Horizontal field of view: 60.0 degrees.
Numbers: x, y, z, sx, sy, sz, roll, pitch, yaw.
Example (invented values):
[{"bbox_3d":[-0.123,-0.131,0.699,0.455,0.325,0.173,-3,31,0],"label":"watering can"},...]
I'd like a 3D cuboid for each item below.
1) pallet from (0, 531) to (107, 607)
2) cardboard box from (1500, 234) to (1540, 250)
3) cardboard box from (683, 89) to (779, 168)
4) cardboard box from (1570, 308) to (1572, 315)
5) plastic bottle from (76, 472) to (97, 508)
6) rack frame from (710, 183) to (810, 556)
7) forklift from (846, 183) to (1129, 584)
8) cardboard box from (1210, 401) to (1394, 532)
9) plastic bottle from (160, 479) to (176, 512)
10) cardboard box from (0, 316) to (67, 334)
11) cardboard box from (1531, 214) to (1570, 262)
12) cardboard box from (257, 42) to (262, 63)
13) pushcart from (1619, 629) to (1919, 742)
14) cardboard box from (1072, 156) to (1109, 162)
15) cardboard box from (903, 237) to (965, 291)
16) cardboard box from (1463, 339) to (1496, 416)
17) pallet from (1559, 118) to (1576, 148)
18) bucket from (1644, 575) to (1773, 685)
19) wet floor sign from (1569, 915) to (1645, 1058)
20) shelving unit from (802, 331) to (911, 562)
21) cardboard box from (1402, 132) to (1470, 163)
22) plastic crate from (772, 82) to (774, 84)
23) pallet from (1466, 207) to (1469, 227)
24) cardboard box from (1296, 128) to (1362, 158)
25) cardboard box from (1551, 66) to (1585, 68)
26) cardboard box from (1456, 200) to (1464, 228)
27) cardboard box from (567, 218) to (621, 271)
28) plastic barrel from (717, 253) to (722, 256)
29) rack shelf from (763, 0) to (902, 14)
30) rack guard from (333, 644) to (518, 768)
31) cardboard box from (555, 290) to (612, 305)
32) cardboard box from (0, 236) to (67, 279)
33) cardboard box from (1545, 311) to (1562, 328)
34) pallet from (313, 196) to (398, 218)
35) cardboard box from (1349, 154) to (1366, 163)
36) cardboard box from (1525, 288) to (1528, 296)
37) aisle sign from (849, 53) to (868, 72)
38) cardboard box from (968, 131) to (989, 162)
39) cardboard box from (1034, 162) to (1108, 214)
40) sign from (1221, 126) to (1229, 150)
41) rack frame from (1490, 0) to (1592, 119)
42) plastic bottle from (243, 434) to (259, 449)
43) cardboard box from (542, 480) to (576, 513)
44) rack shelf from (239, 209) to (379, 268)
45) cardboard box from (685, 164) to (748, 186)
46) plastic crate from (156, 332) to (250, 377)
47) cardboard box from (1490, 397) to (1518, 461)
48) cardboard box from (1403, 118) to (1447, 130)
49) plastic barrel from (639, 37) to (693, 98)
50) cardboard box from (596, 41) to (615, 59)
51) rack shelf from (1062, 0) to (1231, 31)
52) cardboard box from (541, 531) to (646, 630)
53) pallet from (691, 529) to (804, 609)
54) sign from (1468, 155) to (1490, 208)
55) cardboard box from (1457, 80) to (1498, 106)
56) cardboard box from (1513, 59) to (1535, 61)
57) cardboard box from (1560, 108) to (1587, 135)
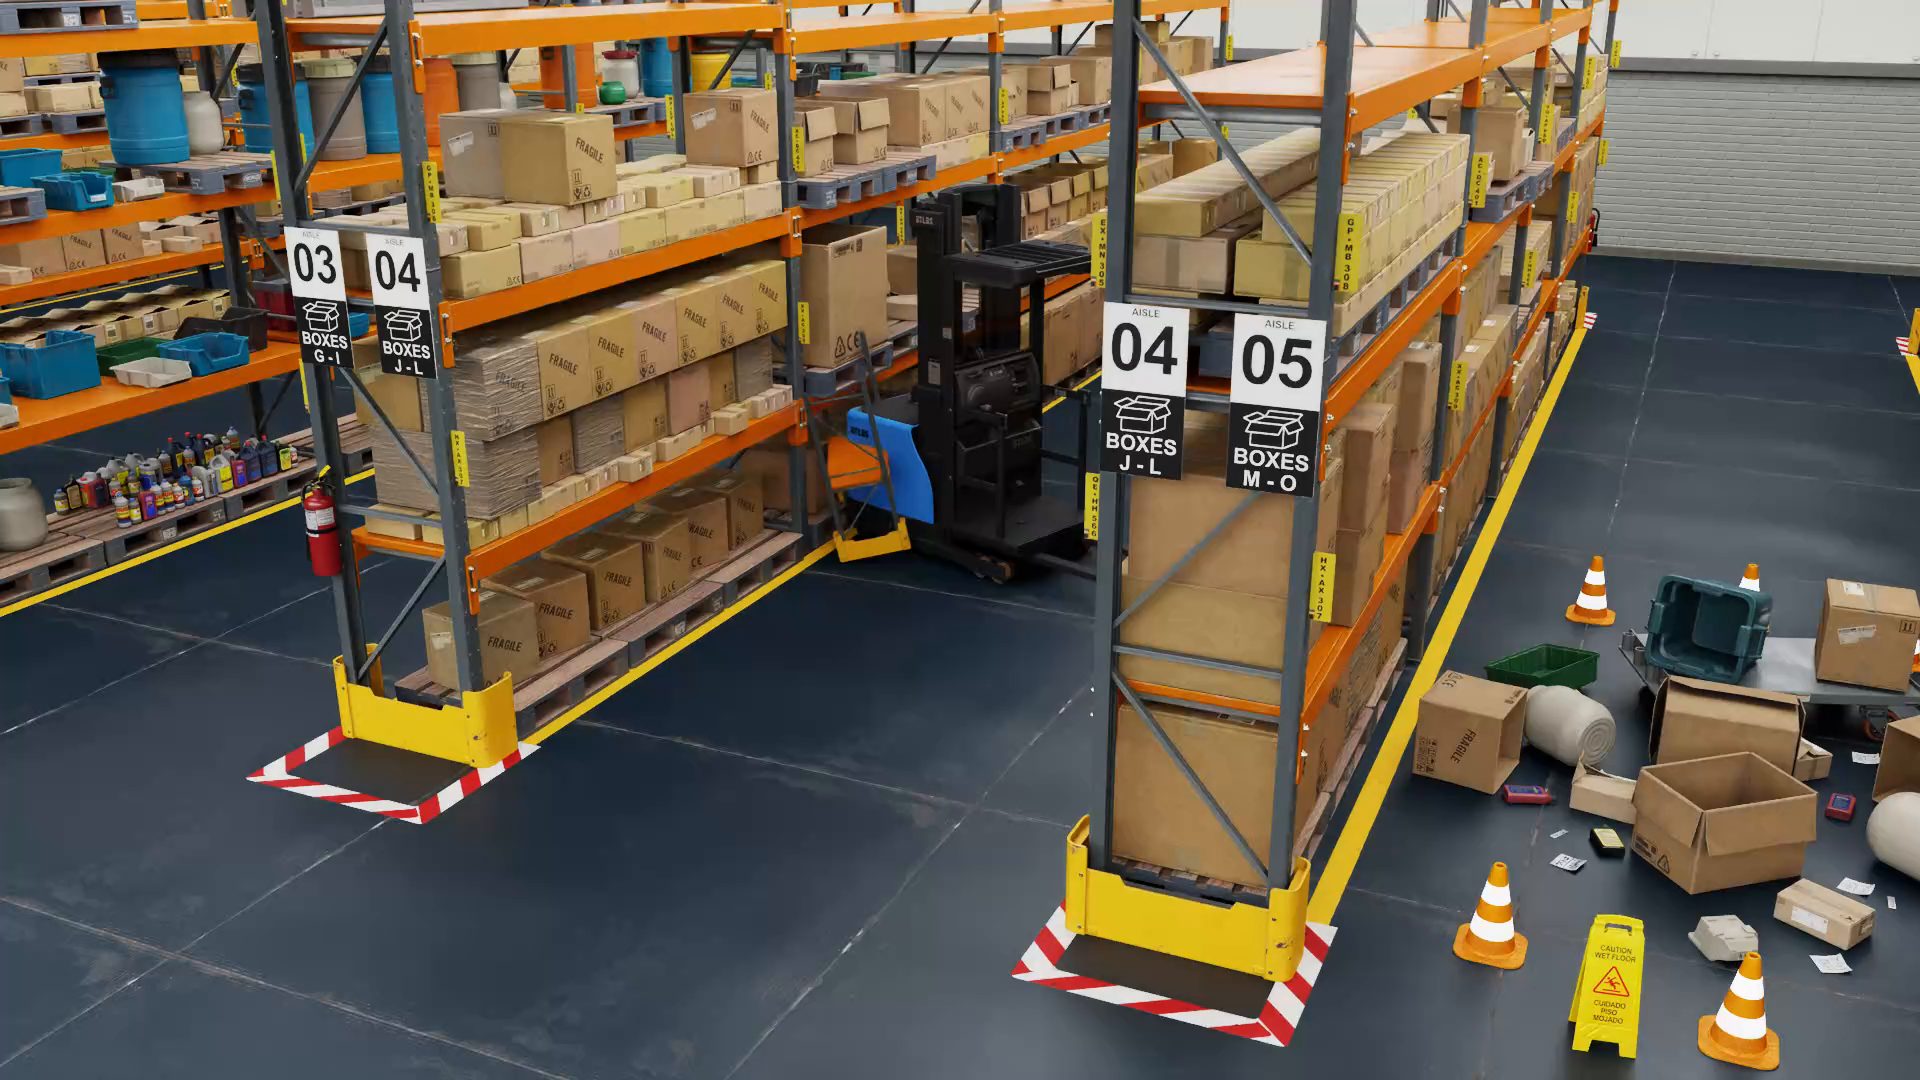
[{"bbox_3d":[-7.550,0.225,13.022,1.003,0.211,1.213,9,21,23],"label":"pallet"},{"bbox_3d":[5.626,-2.984,16.742,0.380,0.149,0.250,8,21,21],"label":"cardboard box"},{"bbox_3d":[-1.671,-3.019,12.164,0.500,0.500,0.500,8,21,21],"label":"cardboard box"},{"bbox_3d":[7.512,-2.947,20.963,0.380,0.149,0.250,8,21,20],"label":"cardboard box"},{"bbox_3d":[-7.395,-0.431,14.112,0.152,0.276,0.135,9,21,23],"label":"plastic bottle"},{"bbox_3d":[-1.719,-1.355,13.303,1.000,3.000,0.127,9,21,23],"label":"rack frame"},{"bbox_3d":[0.458,-1.237,13.073,3.031,2.935,1.130,17,26,40],"label":"forklift"},{"bbox_3d":[1.808,-0.442,8.899,0.875,0.550,0.550,9,21,23],"label":"cardboard box"},{"bbox_3d":[-6.668,-0.381,13.977,0.097,0.271,0.097,0,20,0],"label":"plastic bottle"},{"bbox_3d":[-10.437,-2.357,18.761,0.500,0.311,0.500,8,21,23],"label":"cardboard box"},{"bbox_3d":[6.473,-3.393,18.440,0.500,0.500,0.500,8,21,22],"label":"cardboard box"},{"bbox_3d":[-8.724,-6.158,20.690,0.500,0.500,0.500,9,21,23],"label":"cardboard box"},{"bbox_3d":[5.222,0.943,10.755,1.648,0.377,0.936,1,20,4],"label":"pushcart"},{"bbox_3d":[1.710,-4.553,20.956,0.500,0.500,0.500,9,21,23],"label":"cardboard box"},{"bbox_3d":[-0.266,-2.652,16.174,0.500,0.500,0.500,6,20,16],"label":"cardboard box"},{"bbox_3d":[3.847,-1.277,12.933,0.500,0.500,0.500,9,21,24],"label":"cardboard box"},{"bbox_3d":[5.691,-4.240,17.218,1.213,0.211,1.003,9,21,23],"label":"pallet"},{"bbox_3d":[4.812,0.540,10.589,0.726,0.611,0.620,18,16,41],"label":"bucket"},{"bbox_3d":[2.921,1.969,7.469,0.267,0.644,0.232,5,20,13],"label":"wet floor sign"},{"bbox_3d":[-0.854,-0.772,13.526,0.587,1.500,1.083,-11,28,2],"label":"shelving unit"},{"bbox_3d":[2.906,-2.404,10.183,0.380,0.149,0.250,8,21,22],"label":"cardboard box"},{"bbox_3d":[-2.788,-6.210,22.872,0.293,0.136,0.466,9,21,23],"label":"plastic crate"},{"bbox_3d":[3.095,-2.254,11.639,0.805,0.209,1.217,8,21,21],"label":"pallet"},{"bbox_3d":[2.306,-2.495,10.439,0.380,0.149,0.250,9,21,23],"label":"cardboard box"},{"bbox_3d":[6.722,-5.147,18.372,0.380,0.149,0.250,8,21,21],"label":"cardboard box"},{"bbox_3d":[2.907,-2.028,10.318,0.380,0.149,0.250,8,21,22],"label":"cardboard box"},{"bbox_3d":[-2.512,-1.896,10.571,0.500,0.250,0.500,8,21,22],"label":"cardboard box"},{"bbox_3d":[-3.200,-3.525,21.910,0.600,0.901,0.708,9,21,23],"label":"plastic barrel"},{"bbox_3d":[-2.143,-7.391,22.992,1.077,0.370,4.000,9,21,23],"label":"rack shelf"},{"bbox_3d":[-3.326,1.022,10.348,1.175,0.500,0.348,9,21,23],"label":"rack guard"},{"bbox_3d":[-2.738,-1.451,11.486,0.500,0.500,0.500,9,21,23],"label":"cardboard box"},{"bbox_3d":[-10.210,-3.156,18.218,0.500,0.500,0.500,10,22,27],"label":"cardboard box"},{"bbox_3d":[6.861,-2.611,19.573,0.380,0.149,0.250,9,21,24],"label":"cardboard box"},{"bbox_3d":[-8.325,-4.443,22.272,1.003,0.211,1.213,9,21,23],"label":"pallet"},{"bbox_3d":[2.309,-2.260,10.375,0.500,0.250,0.500,9,21,23],"label":"cardboard box"},{"bbox_3d":[5.311,-2.461,16.159,0.380,0.149,0.250,9,21,23],"label":"cardboard box"},{"bbox_3d":[-1.565,-6.991,25.269,0.394,0.787,0.004,9,21,23],"label":"aisle sign"},{"bbox_3d":[-0.052,-3.741,15.760,0.500,0.250,0.500,9,21,23],"label":"cardboard box"},{"bbox_3d":[1.303,-4.124,19.442,0.797,0.503,0.637,8,21,21],"label":"cardboard box"},{"bbox_3d":[3.684,-5.602,23.162,0.100,0.325,0.005,9,21,23],"label":"sign"},{"bbox_3d":[6.041,-5.916,17.173,1.000,3.000,0.127,9,21,23],"label":"rack frame"},{"bbox_3d":[-6.370,-0.777,14.974,0.144,0.351,0.185,9,21,23],"label":"plastic bottle"},{"bbox_3d":[-2.703,-0.296,10.699,0.380,0.149,0.250,9,21,23],"label":"cardboard box"},{"bbox_3d":[-8.298,-4.211,22.406,1.077,0.370,4.000,9,21,23],"label":"rack shelf"},{"bbox_3d":[-1.781,-2.677,12.173,0.380,0.149,0.250,9,21,23],"label":"cardboard box"},{"bbox_3d":[-6.443,-1.589,14.182,0.499,0.251,0.616,9,21,23],"label":"plastic crate"},{"bbox_3d":[4.925,-1.068,15.598,0.500,0.500,0.500,8,21,20],"label":"cardboard box"},{"bbox_3d":[3.906,-3.292,13.628,0.500,0.311,0.500,9,21,23],"label":"cardboard box"},{"bbox_3d":[-3.521,-5.785,19.907,0.600,0.901,0.708,9,21,23],"label":"plastic barrel"},{"bbox_3d":[-5.819,-7.770,26.341,0.500,0.250,0.500,9,21,23],"label":"cardboard box"},{"bbox_3d":[2.376,-6.711,21.081,1.077,0.370,4.000,9,21,23],"label":"rack shelf"},{"bbox_3d":[-2.599,0.283,11.801,0.500,0.500,0.500,11,22,28],"label":"cardboard box"},{"bbox_3d":[-1.962,0.169,13.179,1.003,0.211,1.213,9,21,23],"label":"pallet"},{"bbox_3d":[3.272,-2.262,10.487,0.100,0.325,0.005,9,21,23],"label":"sign"},{"bbox_3d":[4.839,-4.243,15.654,0.396,0.266,0.258,9,21,23],"label":"cardboard box"},{"bbox_3d":[6.675,-5.539,19.475,0.380,0.149,0.250,9,22,25],"label":"cardboard box"},{"bbox_3d":[6.471,-4.537,17.997,0.500,0.250,0.500,10,22,25],"label":"cardboard box"}]
